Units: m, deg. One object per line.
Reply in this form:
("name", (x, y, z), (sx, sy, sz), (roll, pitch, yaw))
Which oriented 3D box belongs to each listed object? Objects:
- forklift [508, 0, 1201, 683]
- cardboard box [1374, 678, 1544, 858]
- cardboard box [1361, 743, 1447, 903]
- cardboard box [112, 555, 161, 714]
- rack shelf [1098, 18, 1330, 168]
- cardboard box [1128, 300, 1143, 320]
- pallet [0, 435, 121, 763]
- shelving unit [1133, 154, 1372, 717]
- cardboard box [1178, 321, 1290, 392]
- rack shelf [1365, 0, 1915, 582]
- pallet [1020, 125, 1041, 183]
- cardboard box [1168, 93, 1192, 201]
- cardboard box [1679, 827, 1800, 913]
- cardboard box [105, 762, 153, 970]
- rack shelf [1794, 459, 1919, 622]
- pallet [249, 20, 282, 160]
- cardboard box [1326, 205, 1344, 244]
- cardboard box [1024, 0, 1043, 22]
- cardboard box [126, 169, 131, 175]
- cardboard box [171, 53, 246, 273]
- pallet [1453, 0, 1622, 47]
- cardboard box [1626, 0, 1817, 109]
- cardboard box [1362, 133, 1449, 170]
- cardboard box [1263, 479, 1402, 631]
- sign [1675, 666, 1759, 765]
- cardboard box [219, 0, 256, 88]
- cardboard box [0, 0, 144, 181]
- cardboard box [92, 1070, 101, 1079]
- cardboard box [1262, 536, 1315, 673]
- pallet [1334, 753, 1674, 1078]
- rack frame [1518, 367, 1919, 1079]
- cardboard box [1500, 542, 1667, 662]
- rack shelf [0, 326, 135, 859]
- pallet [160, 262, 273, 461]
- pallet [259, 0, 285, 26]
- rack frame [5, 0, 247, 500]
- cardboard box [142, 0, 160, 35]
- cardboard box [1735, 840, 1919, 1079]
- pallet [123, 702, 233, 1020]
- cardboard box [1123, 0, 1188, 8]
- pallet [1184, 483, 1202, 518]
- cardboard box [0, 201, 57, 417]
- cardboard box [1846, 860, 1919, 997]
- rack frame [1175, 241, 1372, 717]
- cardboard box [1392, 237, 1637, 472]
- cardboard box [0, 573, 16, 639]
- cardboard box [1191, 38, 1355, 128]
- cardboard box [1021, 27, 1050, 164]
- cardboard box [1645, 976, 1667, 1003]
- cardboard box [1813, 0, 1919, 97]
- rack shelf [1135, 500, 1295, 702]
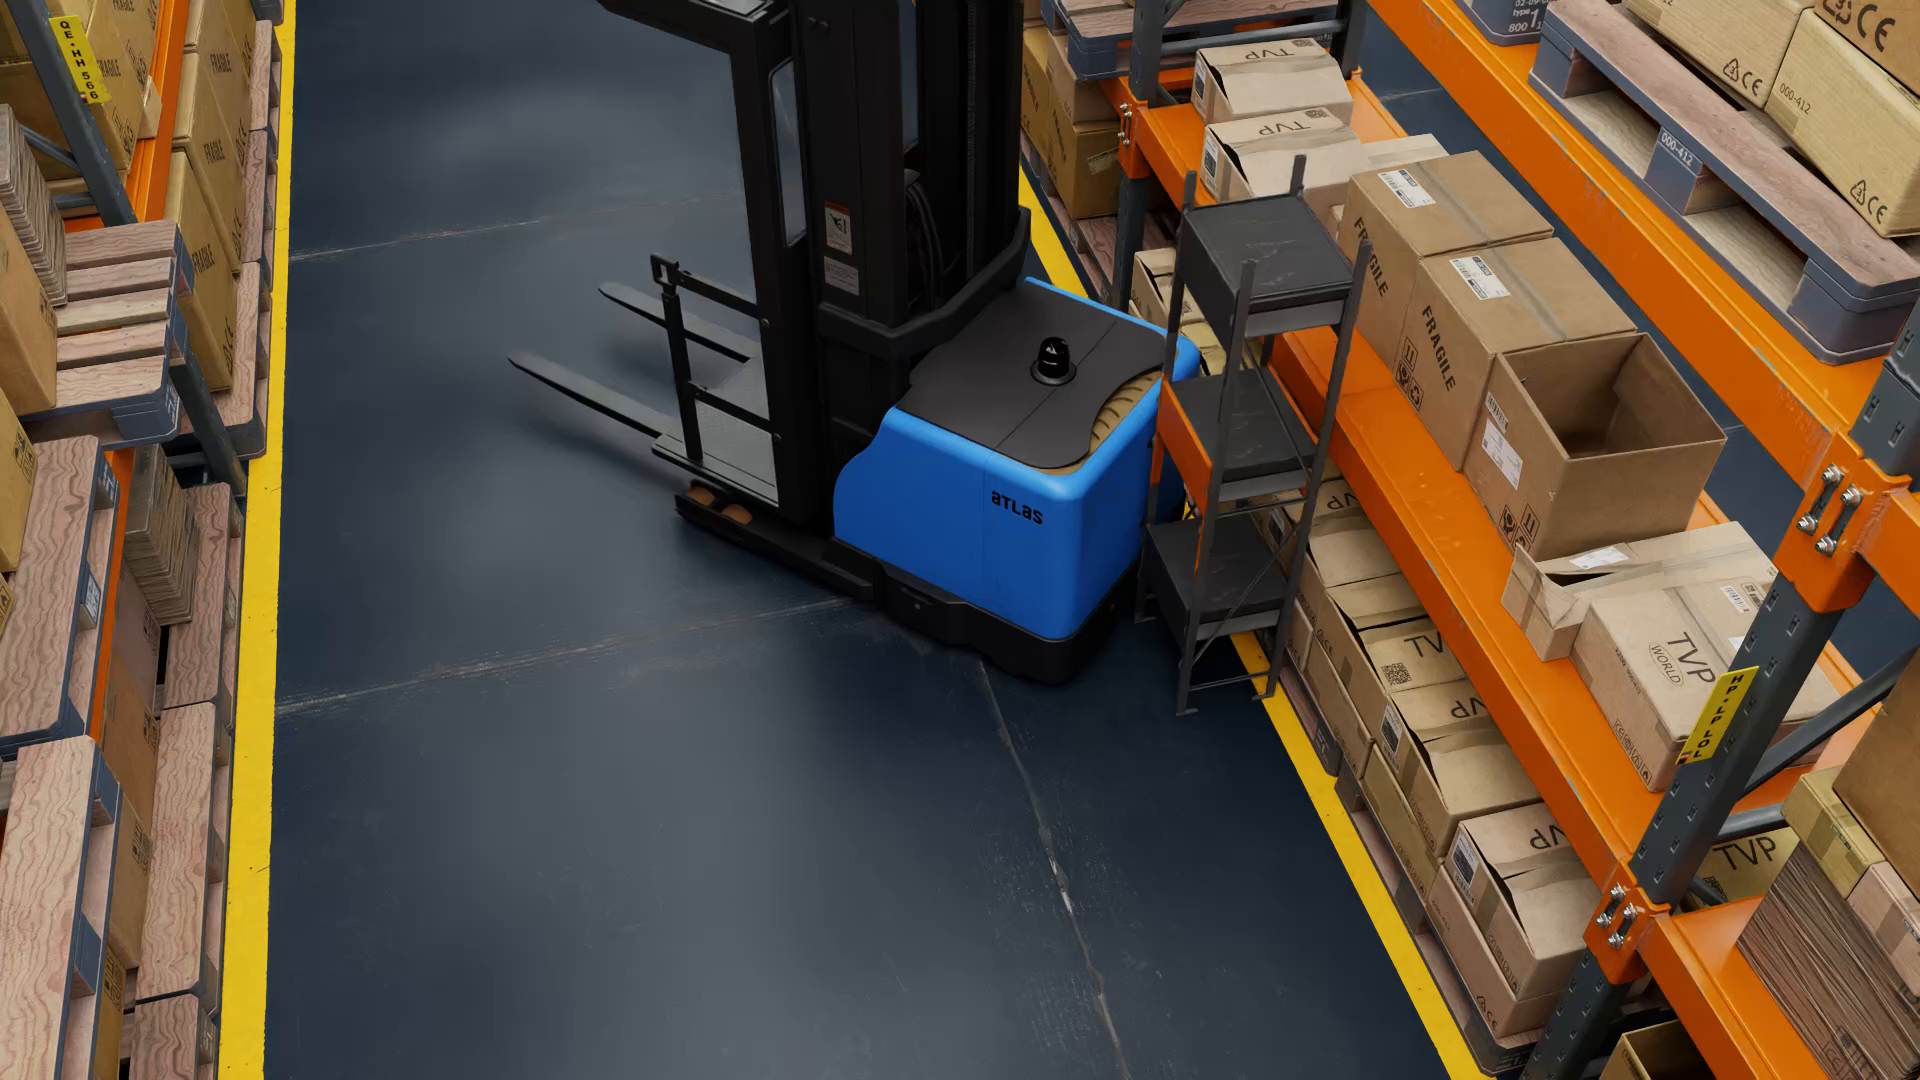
("forklift", (-0.594, -1.304, 6.226), (3.031, 2.935, 1.130), (25, 51, 23))
("cardboard box", (1.712, 0.705, 5.448), (0.500, 0.311, 0.500), (-10, 46, -9))
("cardboard box", (1.717, 0.903, 5.646), (0.500, 0.250, 0.500), (-11, 47, -11))
("cardboard box", (-3.326, 0.403, 5.948), (0.700, 0.500, 0.500), (-11, 47, -10))
("rack shelf", (0.696, -3.220, 8.560), (1.077, 0.370, 4.000), (-11, 47, -10))
("cardboard box", (1.058, -0.860, 7.375), (0.500, 0.250, 0.500), (-11, 47, -10))
("pallet", (-3.034, 0.244, 4.796), (1.003, 0.211, 1.213), (-11, 47, -10))
("shelving unit", (0.957, -0.274, 5.795), (0.431, 2.100, 0.503), (-10, 46, -10))
("cardboard box", (1.200, -0.695, 6.820), (0.500, 0.311, 0.500), (-12, 47, -11))
("rack shelf", (1.720, -1.508, 4.782), (1.077, 0.370, 4.000), (-11, 47, -10))
("pallet", (0.744, -2.478, 9.281), (1.003, 0.211, 1.213), (-11, 47, -10))
("cardboard box", (1.228, -2.097, 8.397), (0.500, 0.500, 0.500), (-12, 47, -12))
("cardboard box", (2.367, 0.959, 5.199), (0.500, 0.311, 0.500), (-11, 47, -10))
("cardboard box", (-3.033, 1.088, 5.277), (0.700, 0.500, 0.500), (-10, 46, -10))
("rack shelf", (2.744, 1.254, 2.075), (1.077, 0.370, 4.000), (-11, 47, -10))
("pallet", (-4.334, -2.449, 9.253), (1.003, 0.211, 1.213), (-11, 47, -10))
("cardboard box", (1.589, -1.133, 6.186), (0.380, 0.149, 0.250), (-8, 46, -7))
("cardboard box", (0.457, -2.979, 8.737), (0.500, 0.250, 0.500), (-12, 47, -11))
("cardboard box", (-3.496, -1.547, 6.578), (0.380, 0.149, 0.250), (-10, 46, -10))
("cardboard box", (-3.860, -1.715, 7.792), (0.750, 0.750, 0.750), (-11, 47, -11))
("pallet", (1.757, -1.851, 4.746), (1.003, 0.211, 1.213), (-9, 46, -8))
("cardboard box", (1.940, -1.279, 3.865), (0.500, 0.250, 0.500), (-15, 47, -14))
("cardboard box", (1.705, -1.432, 6.480), (0.380, 0.149, 0.250), (-11, 47, -10))
("cardboard box", (1.461, 0.012, 6.127), (0.500, 0.311, 0.500), (-11, 47, -11))
("sign", (1.710, 0.399, 3.754), (0.100, 0.325, 0.005), (-11, 47, -10))
("cardboard box", (-4.312, -2.914, 8.967), (0.750, 0.750, 0.750), (-10, 46, -10))
("cardboard box", (-3.457, -1.711, 6.285), (0.500, 0.500, 0.500), (-9, 46, -9))
("cardboard box", (-2.761, 1.795, 4.584), (0.700, 0.500, 0.500), (-9, 46, -9))
("cardboard box", (1.457, 0.199, 6.337), (0.500, 0.250, 0.500), (-10, 46, -10))
("pallet", (2.005, 1.145, 5.730), (1.003, 0.211, 1.213), (-11, 47, -10))
("rack frame", (2.232, 0.671, 4.243), (1.000, 3.000, 0.127), (-11, 47, -10))
("cardboard box", (1.829, 0.145, 4.853), (0.396, 0.266, 0.258), (-12, 47, -11))
("rack shelf", (-3.068, 0.450, 4.963), (1.077, 0.370, 4.000), (-11, 47, -10))
("pallet", (-3.709, -0.764, 7.602), (1.003, 0.211, 1.213), (-11, 47, -10))
("pallet", (-4.723, -3.507, 10.290), (1.003, 0.211, 1.213), (-11, 47, -10))
("rack frame", (-3.580, -1.182, 6.059), (1.000, 3.000, 0.127), (-11, 47, -10))
("cardboard box", (-3.708, -2.417, 6.977), (0.500, 0.500, 0.500), (-11, 47, -10))
("cardboard box", (2.351, 0.941, 3.908), (0.700, 0.500, 0.500), (-12, 47, -11))
("pallet", (-3.073, 1.174, 5.702), (1.003, 0.211, 1.213), (-11, 47, -10))
("cardboard box", (0.937, -2.687, 7.170), (0.700, 0.500, 0.500), (-26, 51, -23))
("pallet", (1.381, -0.539, 7.381), (1.003, 0.211, 1.213), (-11, 47, -10))
("cardboard box", (-3.281, -0.668, 5.177), (0.700, 0.500, 0.500), (-15, 47, -14))
("cardboard box", (2.178, 0.803, 3.589), (0.380, 0.149, 0.250), (-10, 46, -10))
("rack frame", (1.019, -0.106, 5.629), (0.400, 2.100, 0.015), (-10, 46, -10))
("cardboard box", (1.788, -0.607, 5.425), (0.500, 0.500, 0.500), (-11, 47, -10))
("cardboard box", (-2.988, 0.197, 4.330), (0.700, 0.500, 0.500), (-5, 46, -5))
("cardboard box", (1.259, -1.800, 6.727), (0.500, 0.311, 0.500), (-8, 46, -8))
("cardboard box", (0.609, -2.330, 8.626), (0.500, 0.500, 0.500), (-12, 47, -12))
("cardboard box", (2.368, 1.163, 5.392), (0.500, 0.250, 0.500), (-12, 47, -11))
("cardboard box", (2.112, -1.169, 3.232), (0.500, 0.500, 0.500), (-10, 46, -10))
("rack shelf", (0.954, 0.229, 6.301), (0.431, 0.518, 0.480), (-10, 46, -10))
